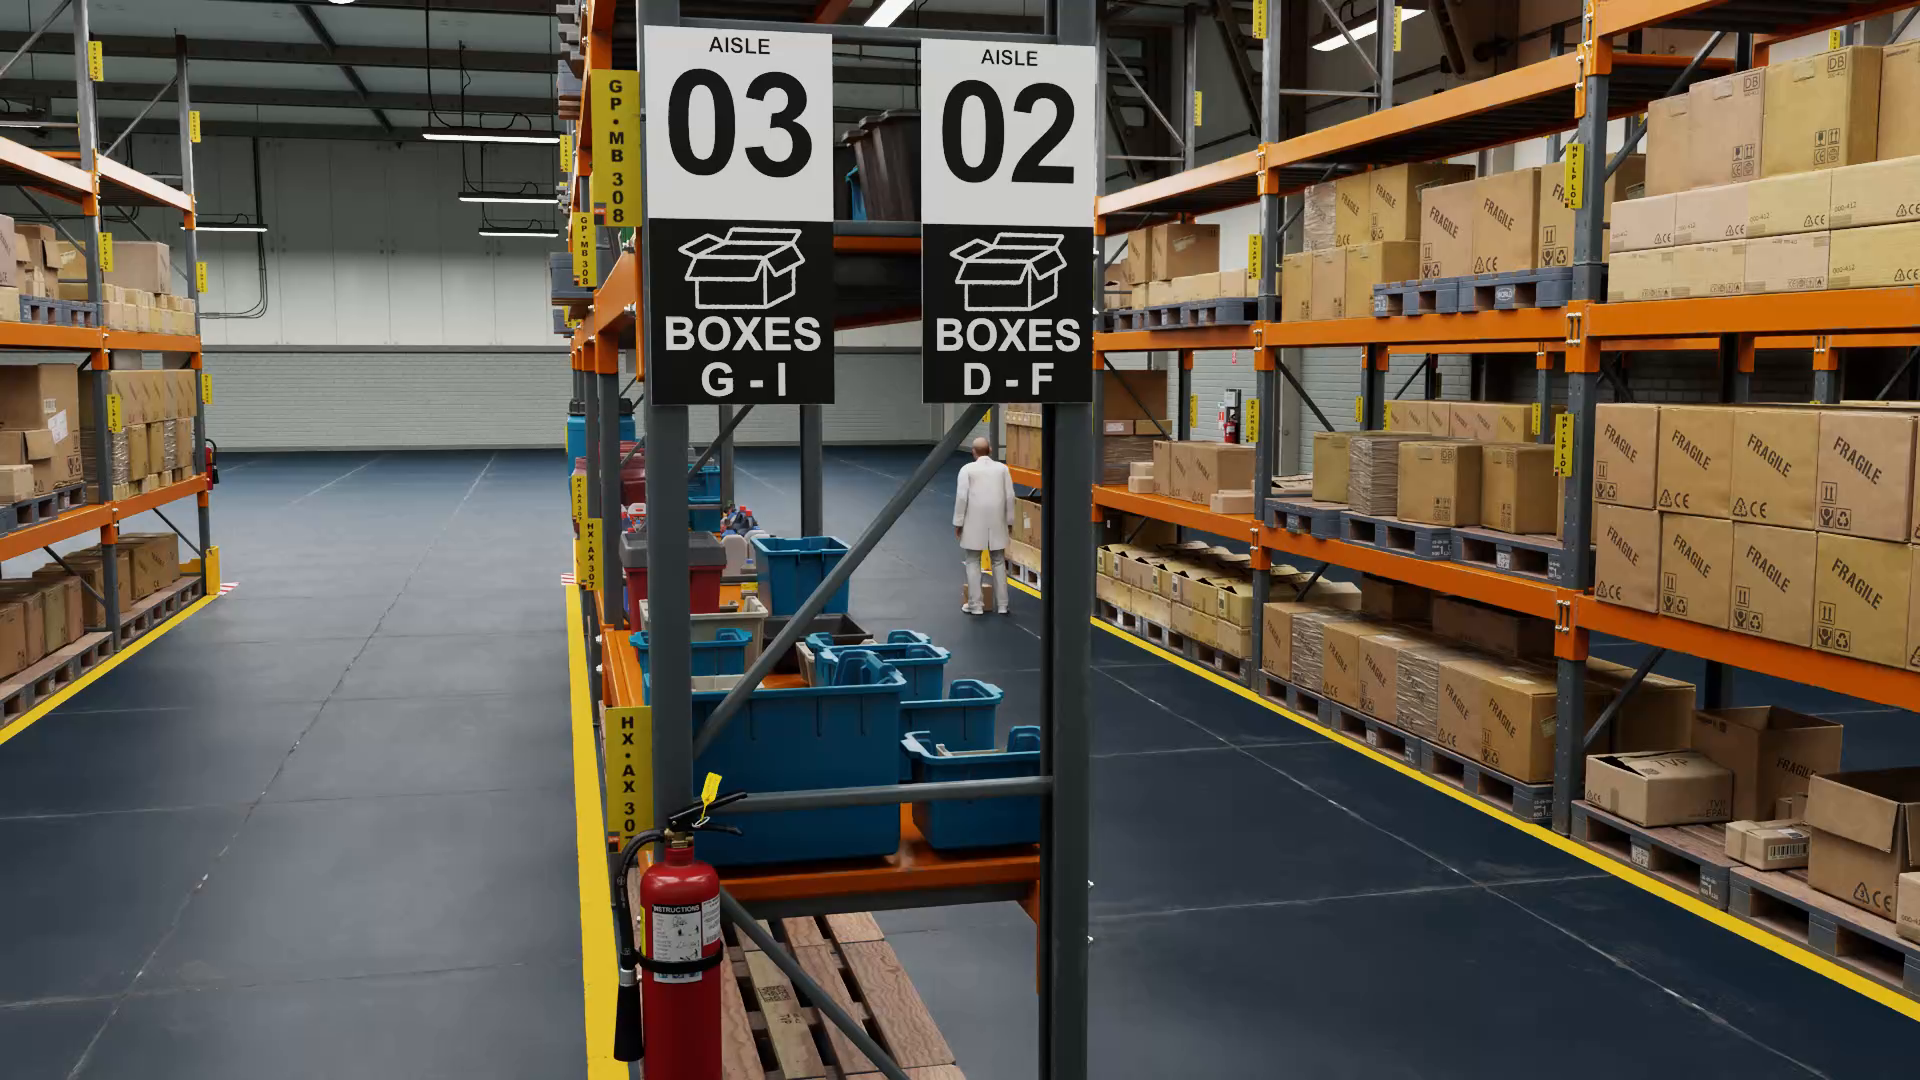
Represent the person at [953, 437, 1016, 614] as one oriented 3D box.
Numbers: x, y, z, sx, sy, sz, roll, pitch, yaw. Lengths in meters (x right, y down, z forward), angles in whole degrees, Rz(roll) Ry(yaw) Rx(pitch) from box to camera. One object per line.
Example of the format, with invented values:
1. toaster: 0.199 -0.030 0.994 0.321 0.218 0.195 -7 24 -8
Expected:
1. person: 0.248 -0.146 16.773 0.648 1.774 0.418 -1 6 -14
